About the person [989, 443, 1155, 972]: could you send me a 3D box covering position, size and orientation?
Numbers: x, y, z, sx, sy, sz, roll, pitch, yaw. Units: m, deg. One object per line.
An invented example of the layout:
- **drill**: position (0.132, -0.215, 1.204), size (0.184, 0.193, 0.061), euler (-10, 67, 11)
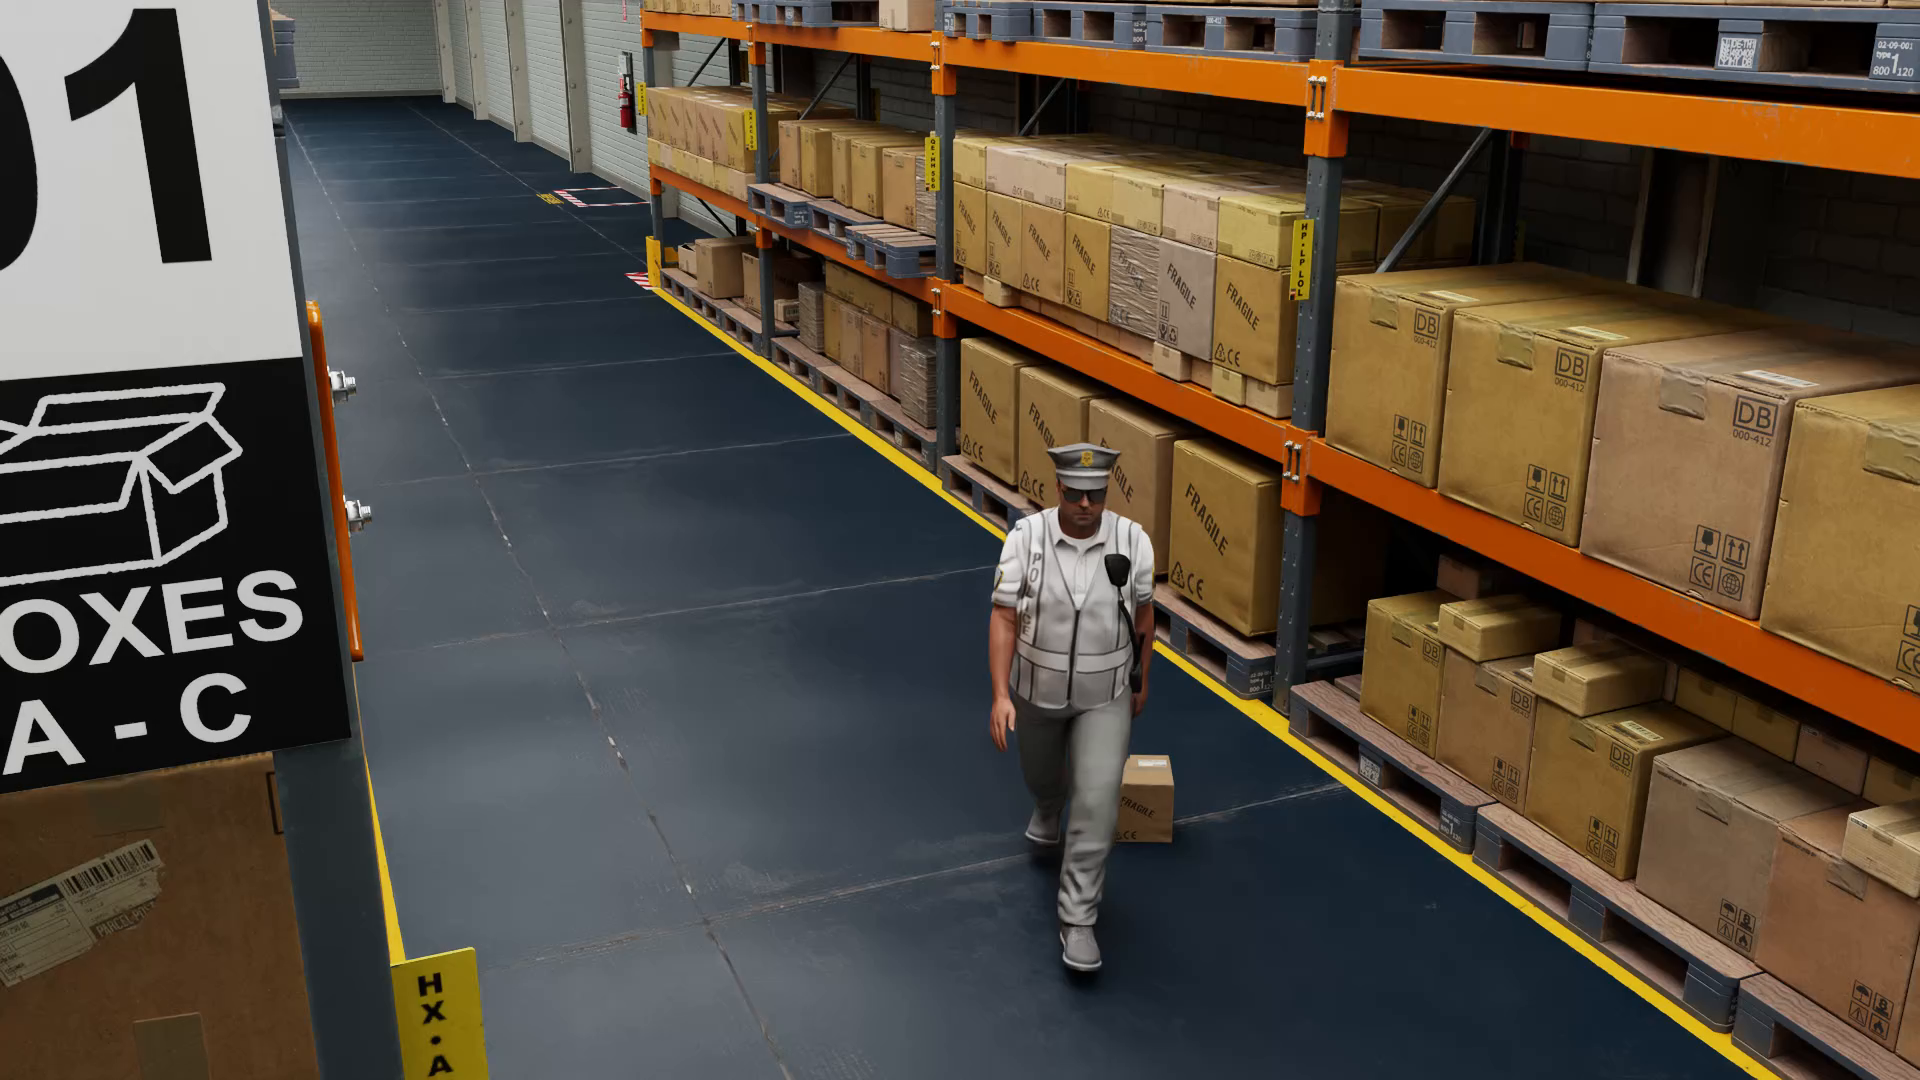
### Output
- **person**: position (0.378, 0.478, 5.655), size (0.546, 1.708, 1.092), euler (2, 19, 7)
